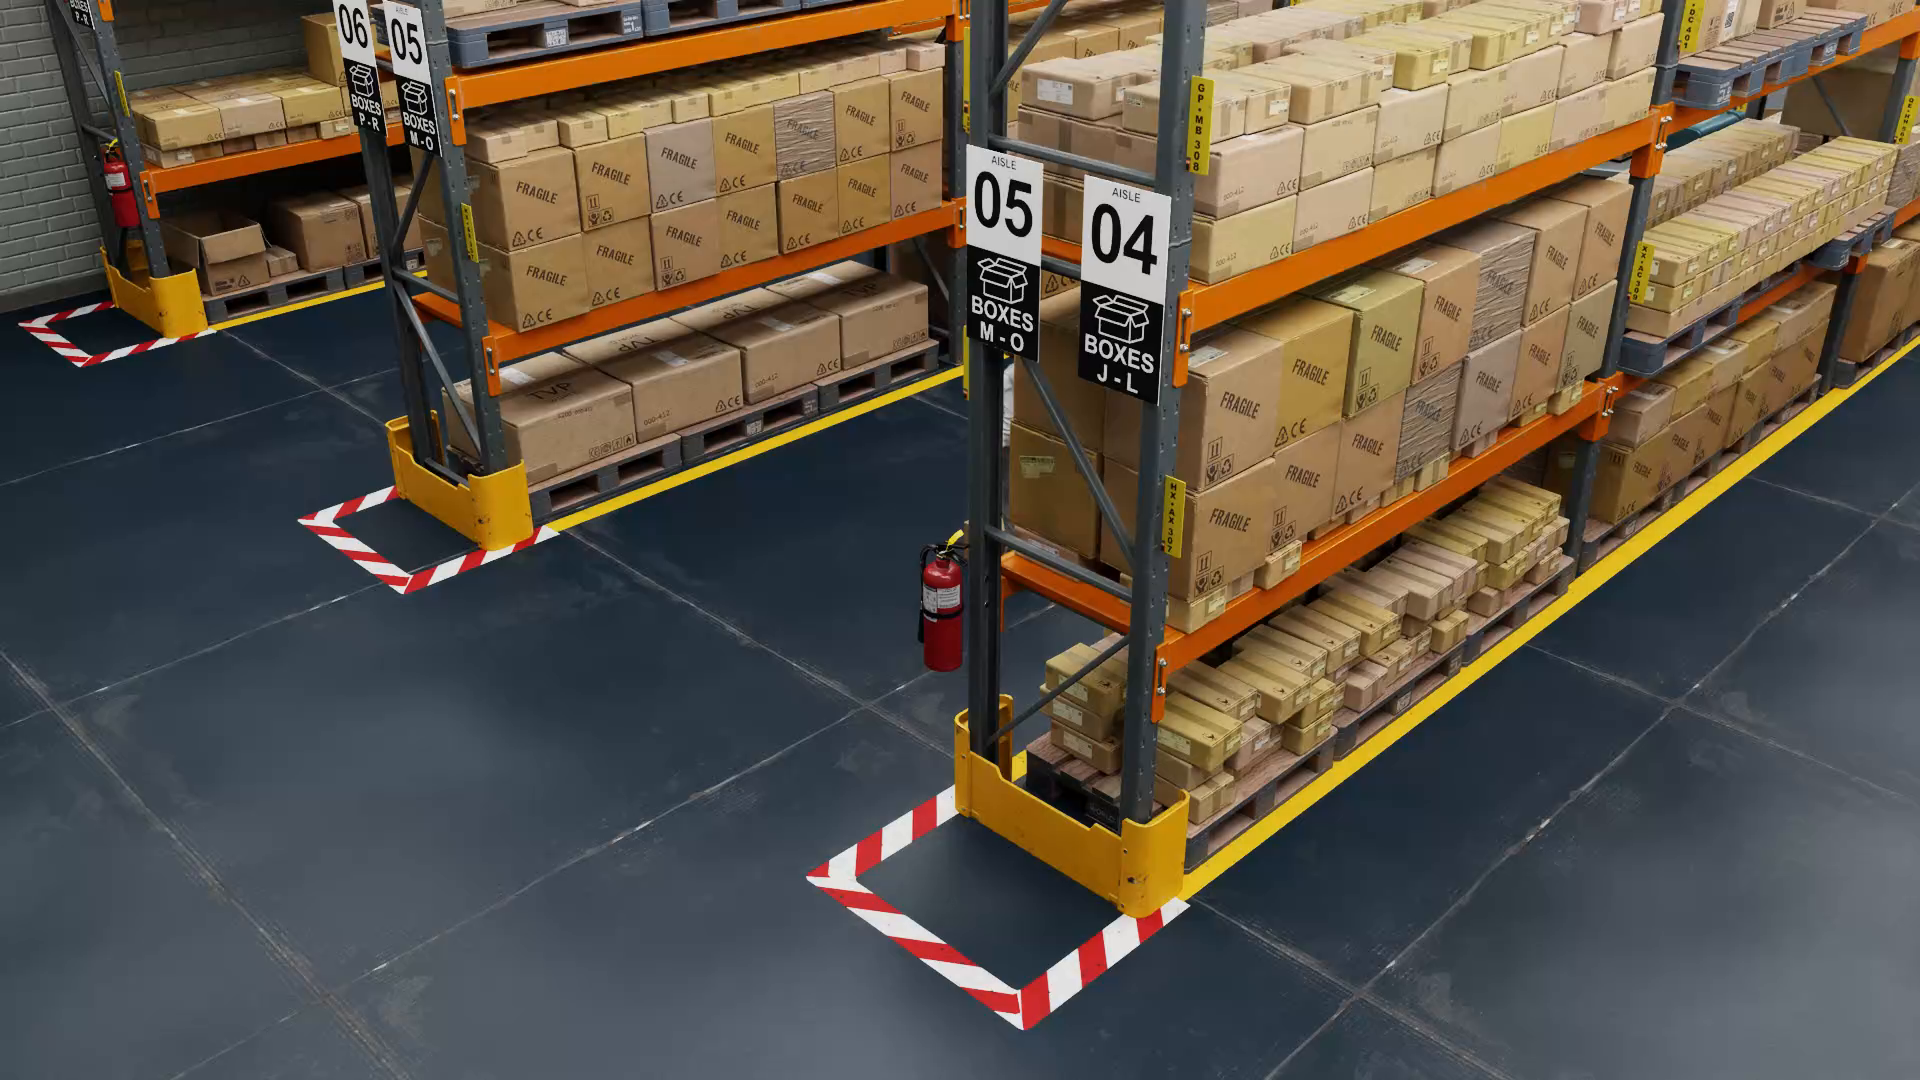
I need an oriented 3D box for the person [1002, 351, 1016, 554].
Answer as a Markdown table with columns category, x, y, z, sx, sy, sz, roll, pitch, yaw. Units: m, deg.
| category | x | y | z | sx | sy | sz | roll | pitch | yaw |
| --- | --- | --- | --- | --- | --- | --- | --- | --- | --- |
| person | 0.364 | -0.518 | 9.599 | 0.370 | 1.594 | 0.484 | 23 | 36 | 36 |
